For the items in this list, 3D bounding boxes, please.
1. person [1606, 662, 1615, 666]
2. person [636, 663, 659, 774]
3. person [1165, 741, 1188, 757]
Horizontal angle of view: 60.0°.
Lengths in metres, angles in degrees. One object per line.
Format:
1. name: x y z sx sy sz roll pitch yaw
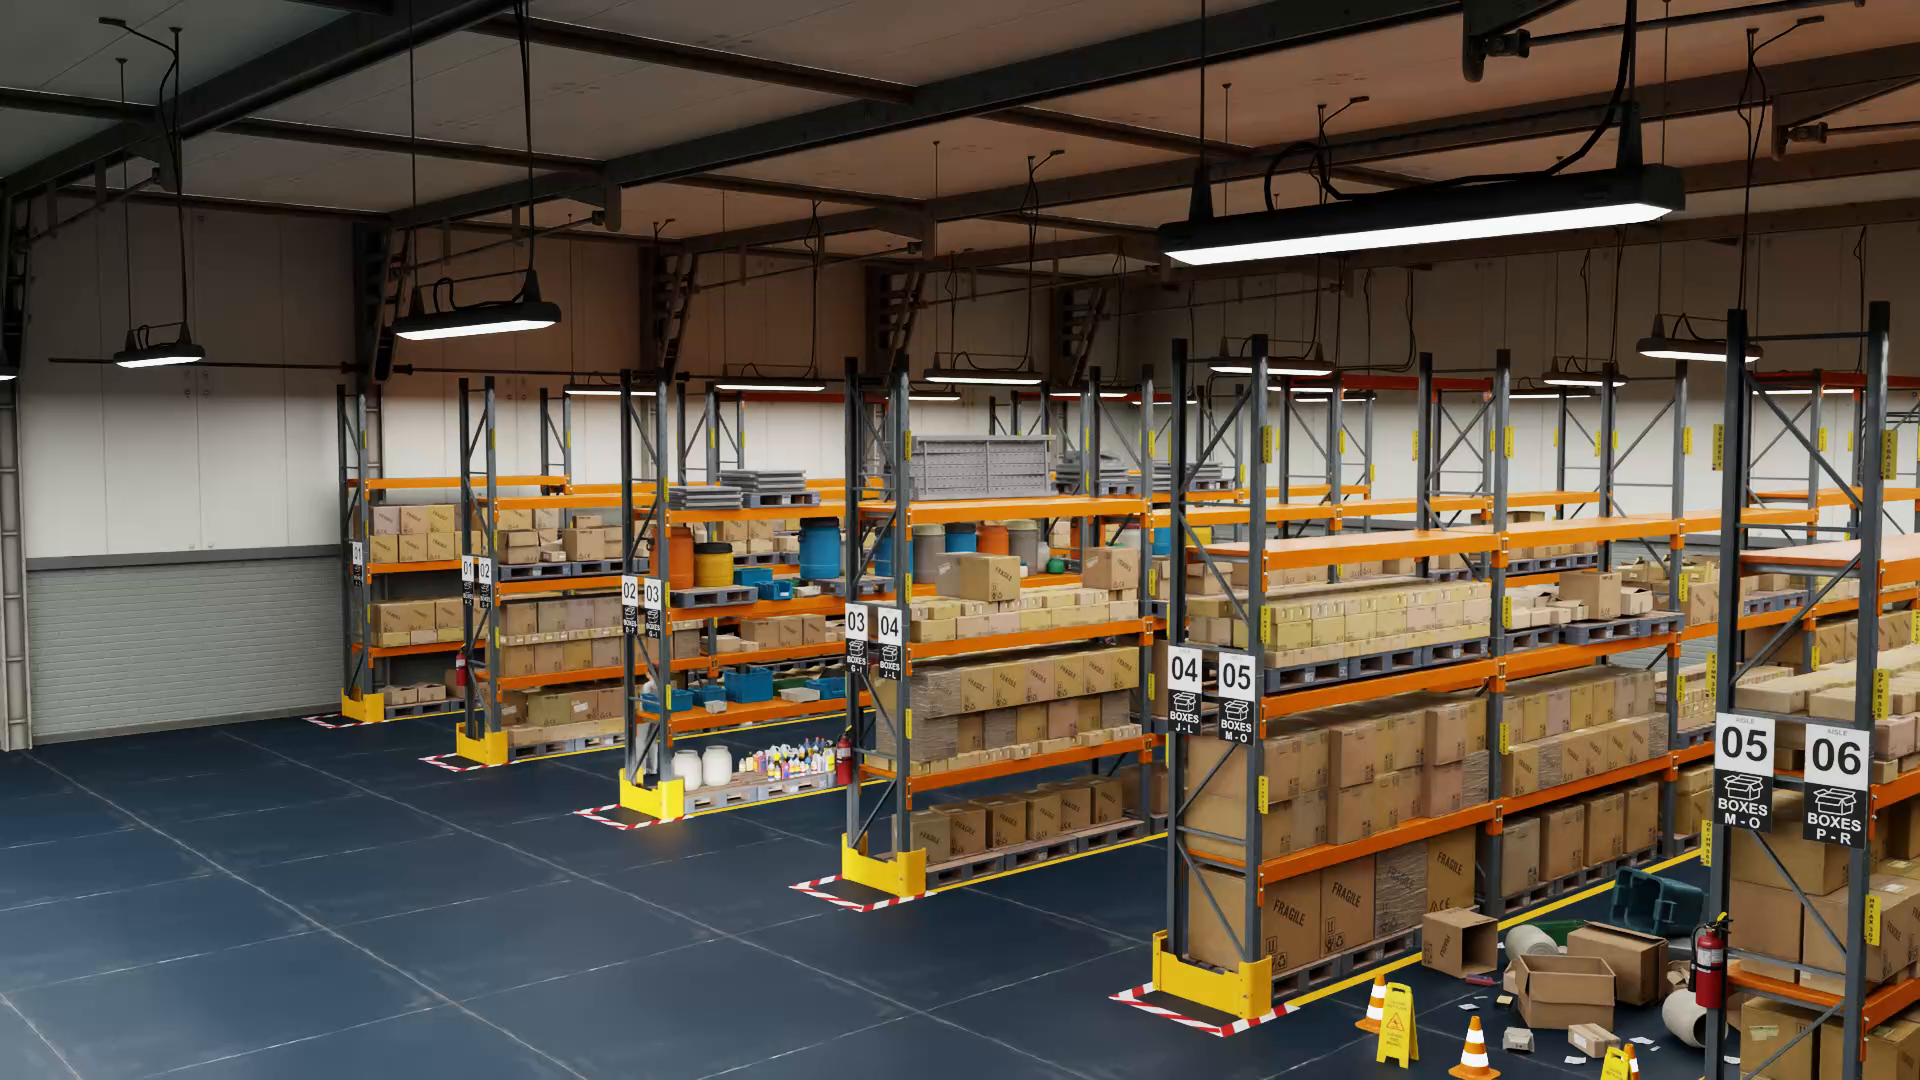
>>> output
1. person: 9.893 2.682 25.473 0.636 1.633 0.505 -3 5 -38
2. person: -4.696 2.696 24.965 0.419 1.701 0.538 2 4 23
3. person: 3.544 2.583 26.428 0.519 1.738 0.556 1 4 14
